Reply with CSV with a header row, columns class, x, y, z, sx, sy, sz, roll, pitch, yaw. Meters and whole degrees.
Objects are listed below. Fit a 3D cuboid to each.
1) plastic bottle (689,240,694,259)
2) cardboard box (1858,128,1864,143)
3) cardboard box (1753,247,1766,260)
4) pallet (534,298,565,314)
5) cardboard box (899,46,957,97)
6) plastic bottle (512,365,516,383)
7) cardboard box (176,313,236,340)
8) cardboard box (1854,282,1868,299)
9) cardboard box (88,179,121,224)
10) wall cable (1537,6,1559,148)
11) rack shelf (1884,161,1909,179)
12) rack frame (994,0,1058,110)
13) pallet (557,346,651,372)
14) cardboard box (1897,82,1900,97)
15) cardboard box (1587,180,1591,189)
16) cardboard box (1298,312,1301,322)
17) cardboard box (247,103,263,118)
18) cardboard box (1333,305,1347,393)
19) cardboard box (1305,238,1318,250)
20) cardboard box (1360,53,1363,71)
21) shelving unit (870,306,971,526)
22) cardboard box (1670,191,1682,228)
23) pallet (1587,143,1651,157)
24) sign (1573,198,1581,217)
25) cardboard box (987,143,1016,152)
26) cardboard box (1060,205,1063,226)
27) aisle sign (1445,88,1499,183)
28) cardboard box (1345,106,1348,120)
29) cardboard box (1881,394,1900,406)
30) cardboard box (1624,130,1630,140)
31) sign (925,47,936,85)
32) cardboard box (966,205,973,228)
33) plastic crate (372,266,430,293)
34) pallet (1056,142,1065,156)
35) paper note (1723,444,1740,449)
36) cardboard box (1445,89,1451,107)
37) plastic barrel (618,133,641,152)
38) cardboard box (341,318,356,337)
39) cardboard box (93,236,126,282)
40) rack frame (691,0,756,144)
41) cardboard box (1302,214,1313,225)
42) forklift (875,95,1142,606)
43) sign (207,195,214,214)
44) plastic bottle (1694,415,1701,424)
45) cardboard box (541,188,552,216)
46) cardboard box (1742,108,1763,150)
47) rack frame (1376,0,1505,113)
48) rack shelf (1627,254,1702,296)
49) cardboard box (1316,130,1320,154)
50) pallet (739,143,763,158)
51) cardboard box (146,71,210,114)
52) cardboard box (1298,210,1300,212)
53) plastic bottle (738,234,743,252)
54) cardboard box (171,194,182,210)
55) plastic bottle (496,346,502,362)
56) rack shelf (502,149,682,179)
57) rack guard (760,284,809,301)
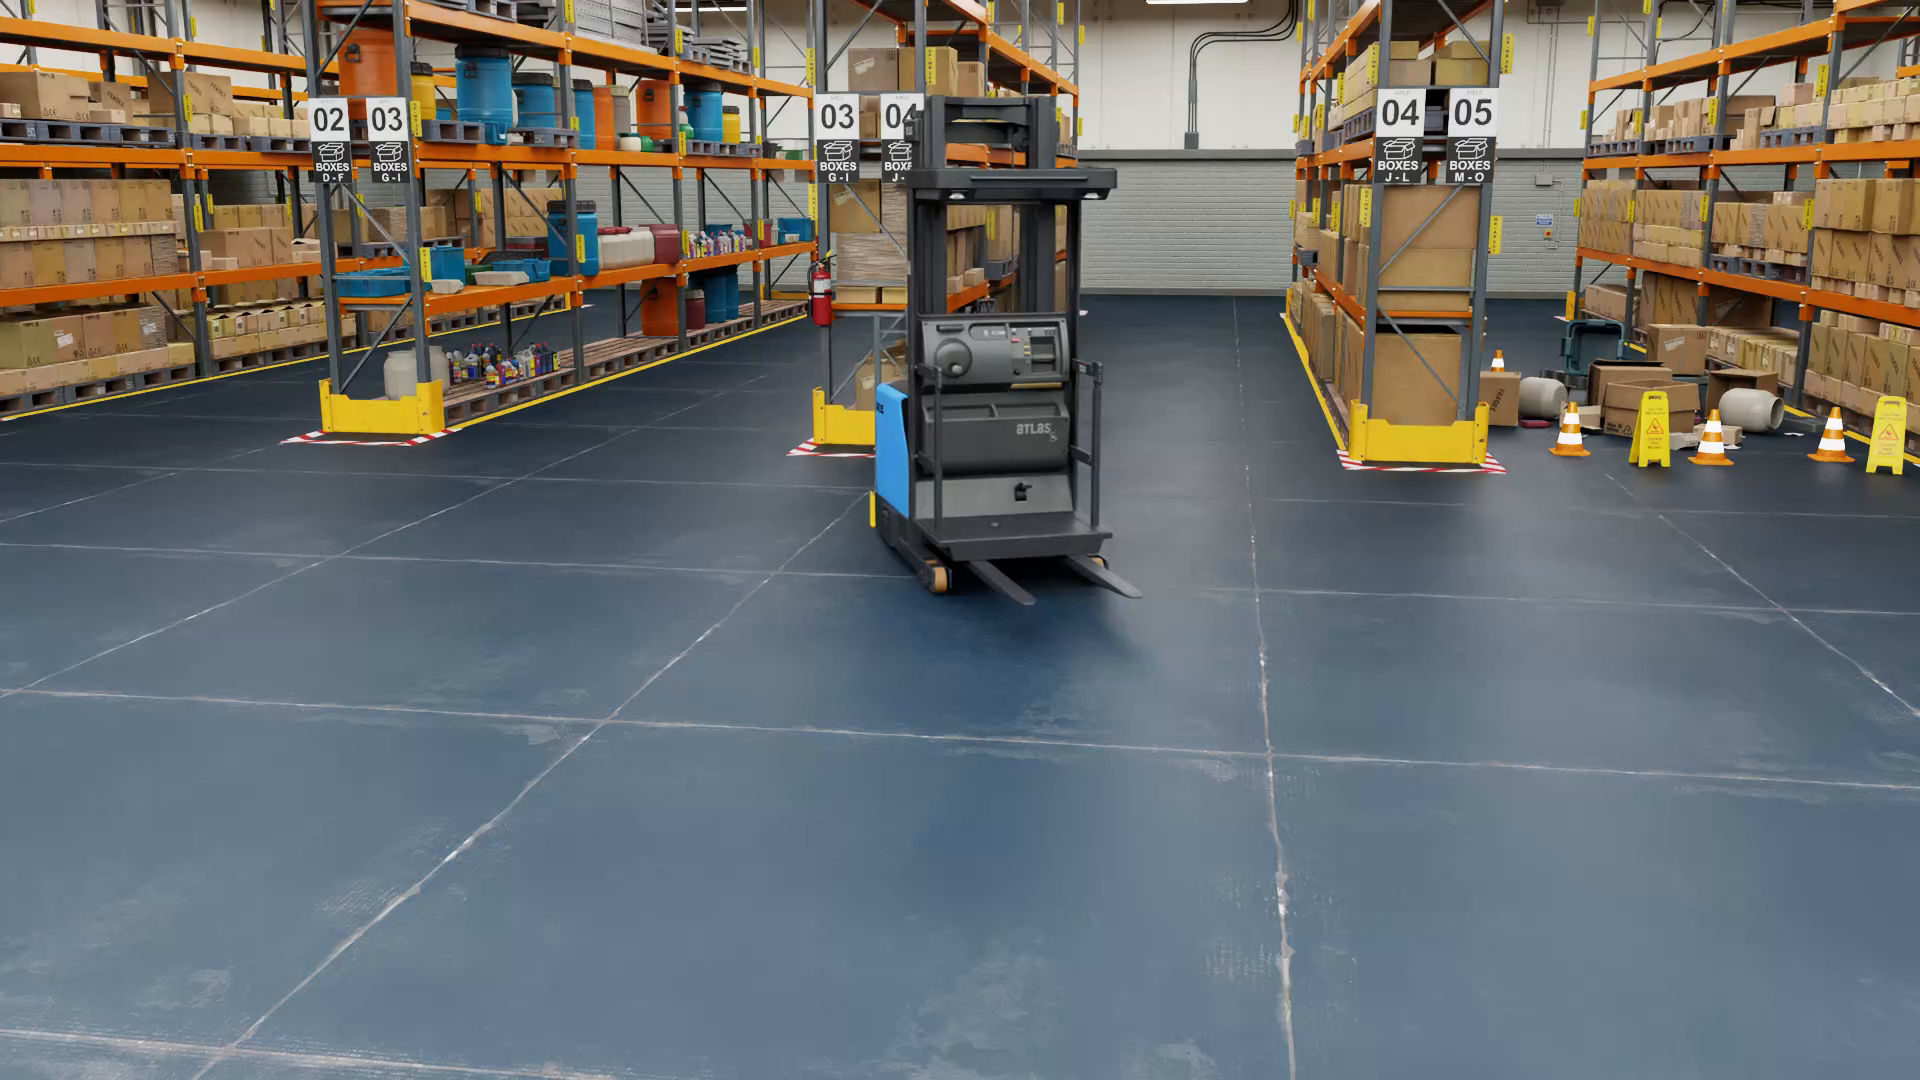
class,x,y,z,sx,sy,sz,roll,pitch,yaw
plastic bottle,-3.987,-4.295,24.579,0.061,0.283,0.133,2,12,9
cardboard box,9.288,-4.070,16.734,0.380,0.149,0.250,2,12,9
cardboard box,9.687,-3.410,19.795,0.380,0.149,0.250,2,12,10
pallet,-8.265,-4.487,31.813,1.003,0.211,1.213,2,12,9
cardboard box,-0.310,-4.585,16.398,0.500,0.500,0.500,2,12,8
plastic bottle,-5.029,-1.867,18.636,0.097,0.201,0.097,0,12,0
cardboard box,-9.668,-2.747,21.320,0.500,0.311,0.500,2,12,9
cardboard box,9.031,-2.447,16.325,0.380,0.149,0.250,2,12,9
cardboard box,-10.194,-3.915,19.223,0.700,0.500,0.500,2,12,9
wall cable,12.044,-9.515,34.284,0.463,3.000,0.029,2,12,9
rack shelf,16.046,-5.927,26.465,1.077,0.370,4.000,2,12,9
rack frame,1.041,-7.810,26.374,1.000,3.000,0.127,2,12,9
pallet,-4.816,-2.429,22.263,1.003,0.211,1.213,2,12,9
cardboard box,9.074,-4.243,15.646,0.380,0.149,0.250,2,12,10
cardboard box,11.120,-6.179,28.894,0.380,0.149,0.250,2,12,10
cardboard box,5.650,-3.600,26.849,0.380,0.149,0.250,2,12,9
cardboard box,-13.112,-7.722,30.428,0.500,0.500,0.500,2,12,9
cardboard box,4.530,-2.068,18.018,0.875,0.875,0.875,2,12,10
cardboard box,4.933,-4.063,22.827,0.380,0.149,0.250,2,12,10
cardboard box,3.993,-4.531,15.748,0.380,0.149,0.250,2,12,8
shelving unit,-0.258,-0.932,12.259,0.587,1.500,1.083,2,12,11
cardboard box,10.192,-4.588,23.051,0.500,0.500,0.500,2,12,9
pallet,11.344,-6.657,28.355,1.003,0.211,1.213,2,12,9
sign,10.900,-5.870,29.369,0.100,0.325,0.005,2,12,9
cardboard box,0.452,-5.123,21.380,0.500,0.250,0.500,2,12,10
cardboard box,1.450,-5.510,27.810,0.500,0.500,0.500,2,12,9
aisle sign,4.366,-3.444,14.184,0.394,0.787,0.004,2,12,9
cardboard box,4.266,-4.509,17.540,0.380,0.149,0.250,2,12,9
cardboard box,8.933,-1.204,15.491,0.500,0.250,0.500,2,12,9
cardboard box,10.655,-6.352,26.092,0.380,0.149,0.250,2,12,10
sign,-0.269,-4.256,14.925,0.100,0.325,0.005,2,12,9
cardboard box,-0.140,-3.585,17.689,0.500,0.500,0.500,2,12,9
plastic crate,-5.812,-2.716,17.330,0.499,0.251,0.408,2,12,9
pallet,1.177,-6.470,27.488,1.003,0.211,1.213,2,12,9
paper note,7.166,-0.868,15.450,0.148,0.019,0.142,-2,12,-11
cardboard box,4.450,-3.856,14.510,0.380,0.149,0.250,2,12,9
plastic barrel,-4.433,-5.332,22.322,0.301,0.262,0.301,0,12,0
cardboard box,-9.202,-3.110,24.336,0.500,0.250,0.500,2,12,10
cardboard box,-10.195,-3.276,19.337,0.700,0.500,0.500,2,12,9
rack frame,-3.853,-7.971,27.119,1.000,3.000,0.127,2,12,9
cardboard box,5.134,-4.622,24.009,0.380,0.149,0.250,2,12,11
forklift,0.279,-1.198,10.097,1.130,2.935,3.031,-3,13,-14
sign,-13.105,-5.871,29.054,0.100,0.325,0.005,2,12,9
plastic bottle,7.551,-1.247,17.134,0.133,0.061,0.283,4,13,18
cardboard box,-8.006,-6.363,31.287,0.500,0.500,0.500,2,12,10
cardboard box,10.062,-5.042,20.412,0.700,0.500,0.500,2,12,9
rack frame,4.081,-5.130,13.939,1.000,3.000,0.127,2,12,9
rack shelf,10.525,-3.788,23.660,1.077,0.370,4.000,2,12,9
cardboard box,5.212,-5.610,23.047,0.500,0.500,0.500,2,12,9
pallet,-3.877,-6.246,26.683,1.213,0.211,1.003,2,12,9
cardboard box,-9.844,-5.626,20.938,0.500,0.500,0.500,2,12,9
cardboard box,5.982,-5.318,28.107,0.500,0.500,0.500,2,12,7
plastic bottle,-3.585,-4.839,27.103,0.061,0.283,0.133,2,12,9
cardboard box,-13.550,-5.718,28.135,0.500,0.250,0.500,2,12,10
plastic bottle,-5.566,-2.202,20.022,0.097,0.271,0.097,0,12,0
rack shelf,-4.776,-4.904,21.715,1.077,0.370,4.000,2,12,9
rack guard,-3.247,-4.654,31.903,1.175,0.500,0.348,2,12,9
